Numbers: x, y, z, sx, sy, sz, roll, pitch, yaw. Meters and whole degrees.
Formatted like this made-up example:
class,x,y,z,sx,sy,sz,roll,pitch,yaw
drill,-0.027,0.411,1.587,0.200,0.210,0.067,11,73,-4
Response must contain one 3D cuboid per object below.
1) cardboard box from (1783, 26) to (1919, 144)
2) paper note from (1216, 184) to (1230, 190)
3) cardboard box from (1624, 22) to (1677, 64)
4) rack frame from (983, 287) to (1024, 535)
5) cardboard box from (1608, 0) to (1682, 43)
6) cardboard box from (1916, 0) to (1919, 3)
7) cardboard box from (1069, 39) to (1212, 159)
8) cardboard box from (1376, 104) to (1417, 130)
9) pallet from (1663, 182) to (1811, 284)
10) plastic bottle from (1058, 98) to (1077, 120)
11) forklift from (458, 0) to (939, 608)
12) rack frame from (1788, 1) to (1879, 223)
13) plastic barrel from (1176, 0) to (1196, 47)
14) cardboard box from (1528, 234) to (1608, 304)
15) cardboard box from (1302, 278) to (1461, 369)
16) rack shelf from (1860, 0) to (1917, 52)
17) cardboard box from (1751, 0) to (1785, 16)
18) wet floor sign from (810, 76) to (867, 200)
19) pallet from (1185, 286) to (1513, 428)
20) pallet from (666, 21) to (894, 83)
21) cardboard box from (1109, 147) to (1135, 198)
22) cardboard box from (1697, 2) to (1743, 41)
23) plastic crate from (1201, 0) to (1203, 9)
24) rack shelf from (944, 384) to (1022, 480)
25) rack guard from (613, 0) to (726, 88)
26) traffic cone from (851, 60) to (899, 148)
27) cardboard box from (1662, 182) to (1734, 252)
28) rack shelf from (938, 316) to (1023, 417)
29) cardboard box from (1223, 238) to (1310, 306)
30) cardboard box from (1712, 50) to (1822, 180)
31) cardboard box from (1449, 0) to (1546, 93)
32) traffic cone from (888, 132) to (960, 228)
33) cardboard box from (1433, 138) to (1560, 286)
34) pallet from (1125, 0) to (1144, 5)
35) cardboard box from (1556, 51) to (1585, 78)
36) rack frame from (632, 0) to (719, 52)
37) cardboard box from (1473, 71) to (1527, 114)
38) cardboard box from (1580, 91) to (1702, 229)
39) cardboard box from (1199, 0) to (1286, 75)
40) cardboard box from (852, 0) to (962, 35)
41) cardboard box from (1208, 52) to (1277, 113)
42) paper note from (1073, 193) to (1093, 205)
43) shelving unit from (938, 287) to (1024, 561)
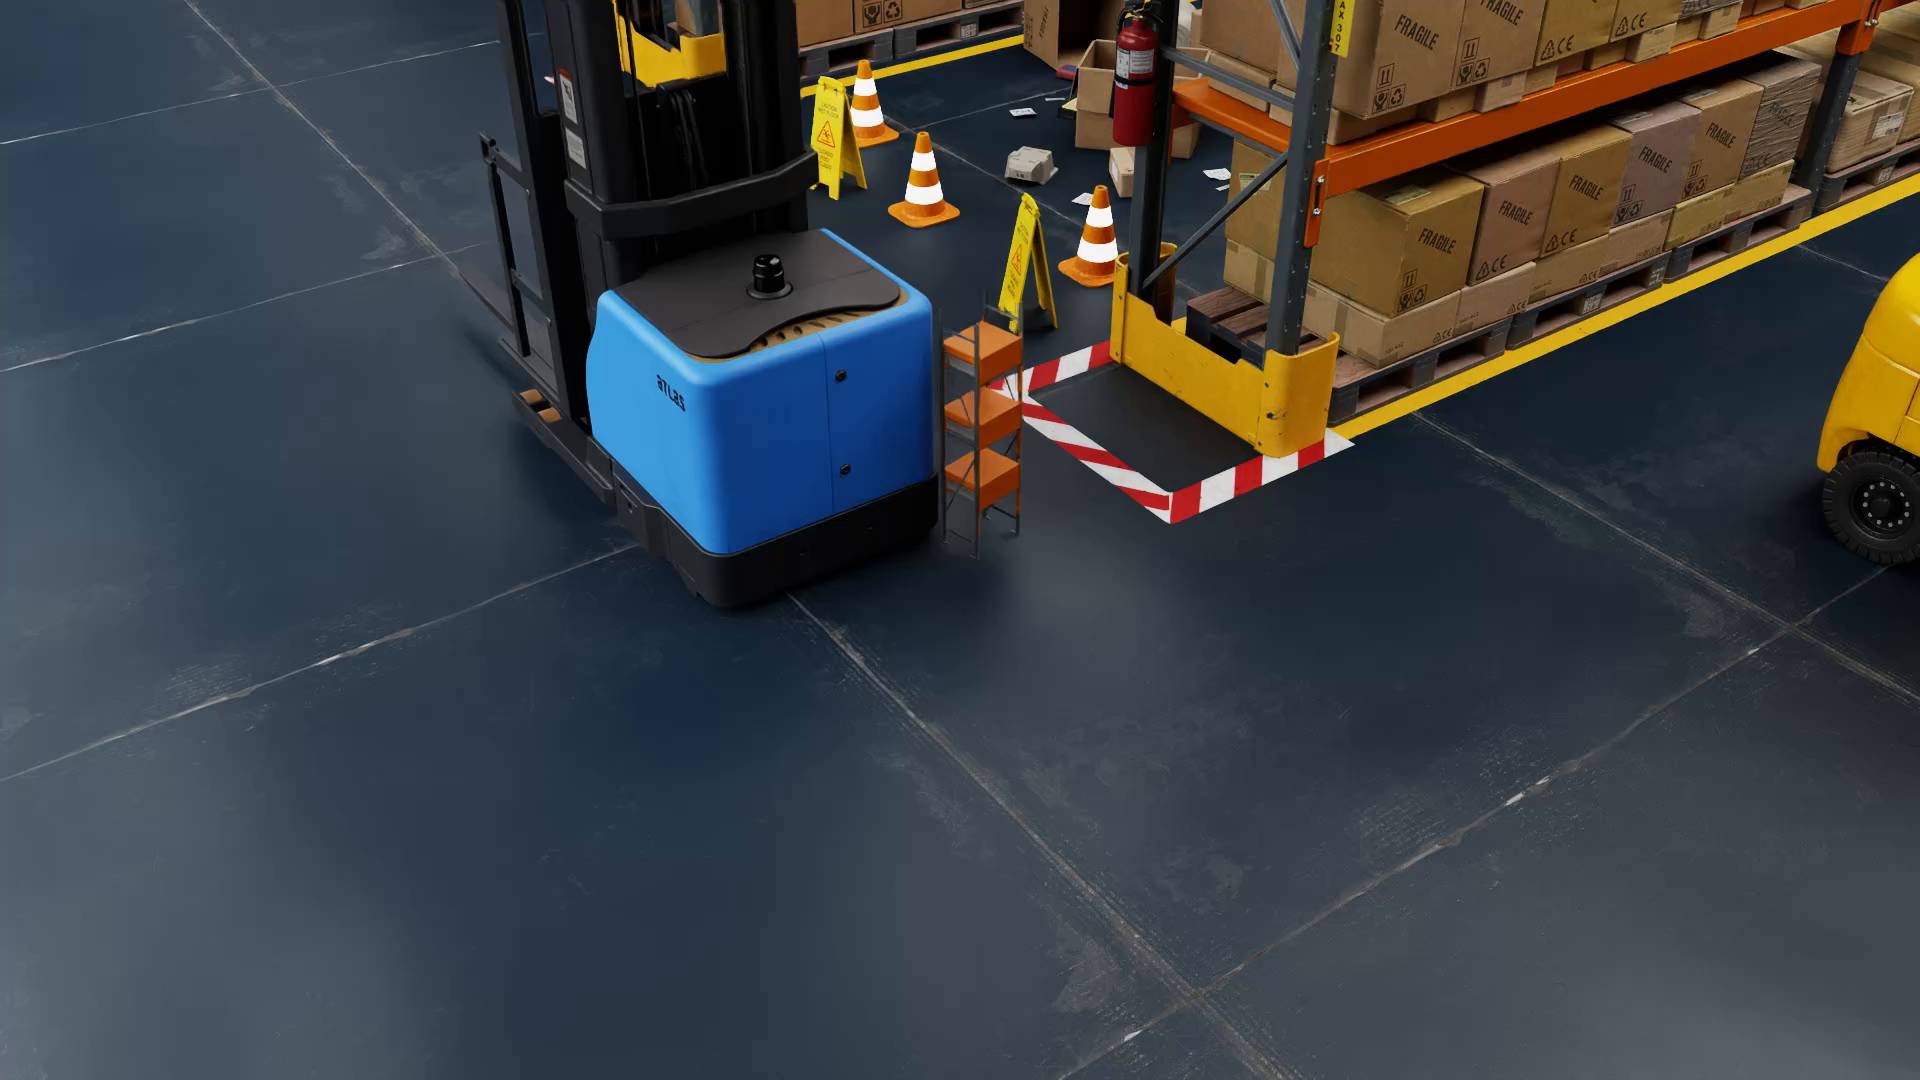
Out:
class,x,y,z,sx,sy,sz,roll,pitch,yaw
cardboard box,5.390,-2.741,9.883,0.625,0.372,0.950,-20,40,-25
paper note,1.530,-2.031,9.565,0.123,0.001,0.032,-22,41,-28
cardboard box,3.046,-2.342,7.652,0.250,0.149,0.380,-22,41,-28
rack frame,0.165,-0.488,6.527,0.200,1.050,0.008,28,44,34
cardboard box,2.903,-2.582,7.430,0.500,0.500,0.500,-23,42,-29
cardboard box,6.581,-3.228,10.560,0.625,0.372,0.950,-23,42,-29
cardboard box,1.085,-2.656,10.012,0.797,0.503,0.637,9,37,12
cardboard box,1.703,-1.876,7.004,0.250,0.149,0.380,-22,41,-27
pallet,3.849,-1.841,9.129,1.213,0.211,1.003,-22,41,-28
plastic bottle,0.745,-2.735,10.500,0.133,0.061,0.283,22,41,28
forklift,-1.345,-1.750,6.674,1.130,2.935,3.031,-22,41,-28
rack frame,4.377,-3.216,8.653,0.127,3.000,1.000,-22,41,-28
plastic barrel,1.400,-3.385,11.094,0.421,0.421,0.512,3,36,4
cardboard box,2.787,-1.422,8.153,0.500,0.250,0.500,-20,40,-25
cardboard box,1.926,-1.064,7.656,0.500,0.250,0.500,-23,42,-28
rack shelf,6.012,-3.597,9.798,4.000,0.370,1.077,-22,41,-28
cardboard box,3.832,-2.723,8.182,0.250,0.149,0.380,-22,41,-28
wet floor sign,-0.709,-2.289,9.379,0.267,0.644,0.232,30,45,35
pallet,1.854,-1.021,7.988,1.213,0.211,1.003,-22,41,-28
pallet,-1.218,-3.373,11.260,1.213,0.211,1.003,-22,41,-28
cardboard box,1.015,-2.118,9.568,0.250,0.149,0.380,-3,36,-4
cardboard box,3.462,-2.517,7.896,0.250,0.149,0.380,-23,42,-29
plastic crate,2.056,-3.743,11.744,0.662,0.188,0.450,-3,26,-4
rack shelf,0.081,-0.427,6.461,0.215,0.259,0.240,28,44,34
rack guard,-1.846,-3.176,10.738,0.348,0.500,1.175,-22,41,-28
traffic cone,-0.574,-2.670,10.066,0.334,0.463,0.336,-22,41,-28
cardboard box,3.619,-1.759,8.622,0.500,0.250,0.500,-24,42,-29
rack shelf,0.079,-0.659,6.297,0.215,0.259,0.240,28,44,34
cardboard box,1.633,-1.333,8.030,0.500,0.250,0.500,-23,41,-28
cardboard box,4.048,-2.248,8.659,0.500,0.500,0.500,-23,42,-28
cardboard box,2.076,-2.235,6.948,0.500,0.500,0.500,-21,41,-27
traffic cone,-0.201,-2.016,9.157,0.334,0.463,0.336,-22,41,-28
cardboard box,2.370,-1.555,7.696,0.500,0.500,0.500,-24,42,-29
pallet,0.777,-4.194,12.401,1.213,0.211,1.003,-22,41,-28
cardboard box,2.574,-2.210,7.470,0.250,0.149,0.380,-21,41,-26
rack frame,-1.826,-4.199,10.020,0.127,3.000,1.000,-22,41,-28
cardboard box,2.200,-1.990,7.163,0.250,0.149,0.380,-22,41,-27
cardboard box,3.217,-1.904,8.181,0.500,0.500,0.500,-20,40,-26
cardboard box,1.393,-2.346,7.103,0.500,0.500,0.500,-23,42,-29
cardboard box,-0.592,-4.064,11.291,0.875,0.875,0.875,-23,42,-29
cardboard box,1.290,-1.997,7.172,0.250,0.149,0.380,-21,41,-26
paper note,0.734,-1.933,9.412,0.148,0.019,0.142,22,41,28
shelving unit,0.081,-0.436,6.455,0.215,1.050,0.252,28,44,34
